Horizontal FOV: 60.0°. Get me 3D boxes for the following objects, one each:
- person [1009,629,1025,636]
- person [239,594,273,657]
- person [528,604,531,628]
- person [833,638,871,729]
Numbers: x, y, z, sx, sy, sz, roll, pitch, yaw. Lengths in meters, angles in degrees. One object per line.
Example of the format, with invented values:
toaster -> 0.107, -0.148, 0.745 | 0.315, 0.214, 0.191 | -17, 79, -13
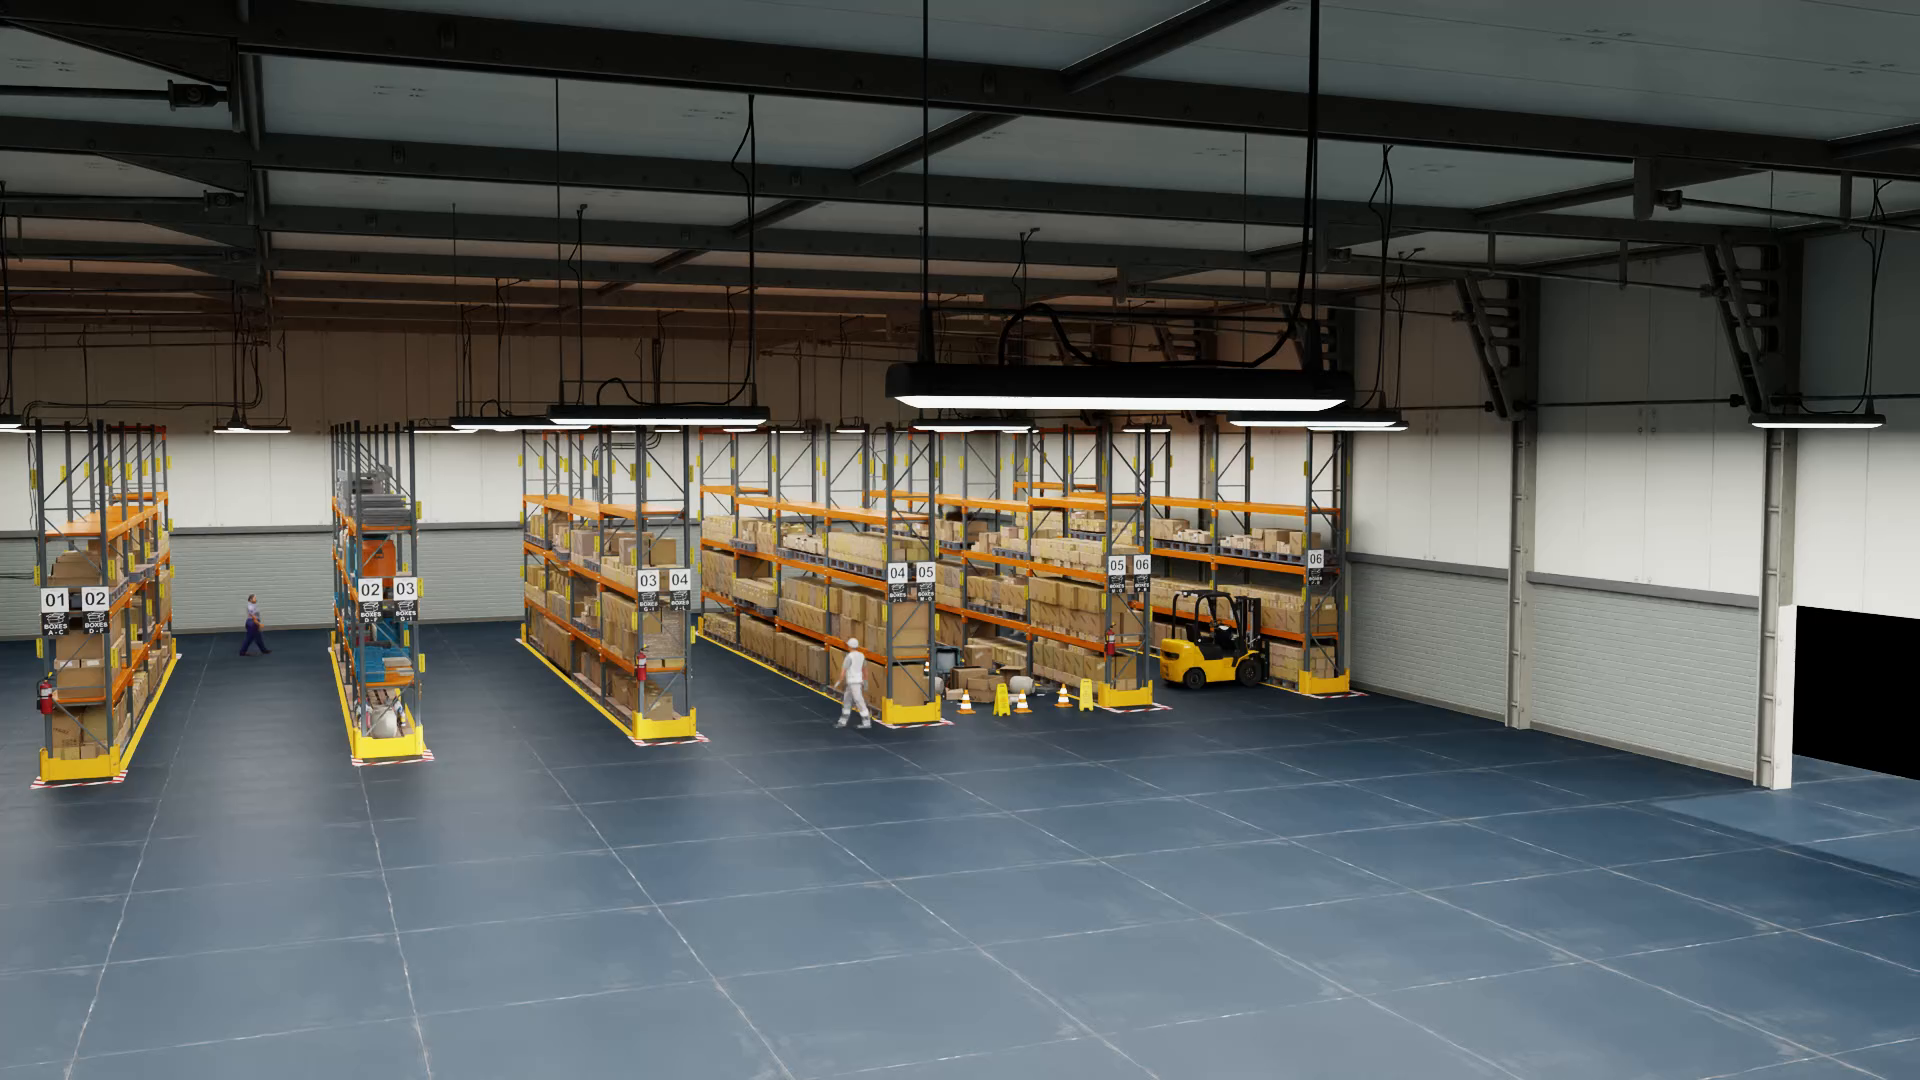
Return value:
person -> 1.597, 1.885, 47.389 | 0.642, 1.766, 0.591 | -1, 4, -22
person -> -18.289, 2.204, 43.211 | 0.949, 1.601, 0.551 | -3, 5, -42
person -> -12.422, 1.812, 48.889 | 0.628, 1.833, 0.434 | 0, 4, -2
person -> -2.121, 2.806, 32.402 | 0.799, 1.793, 0.526 | 0, 4, 5
